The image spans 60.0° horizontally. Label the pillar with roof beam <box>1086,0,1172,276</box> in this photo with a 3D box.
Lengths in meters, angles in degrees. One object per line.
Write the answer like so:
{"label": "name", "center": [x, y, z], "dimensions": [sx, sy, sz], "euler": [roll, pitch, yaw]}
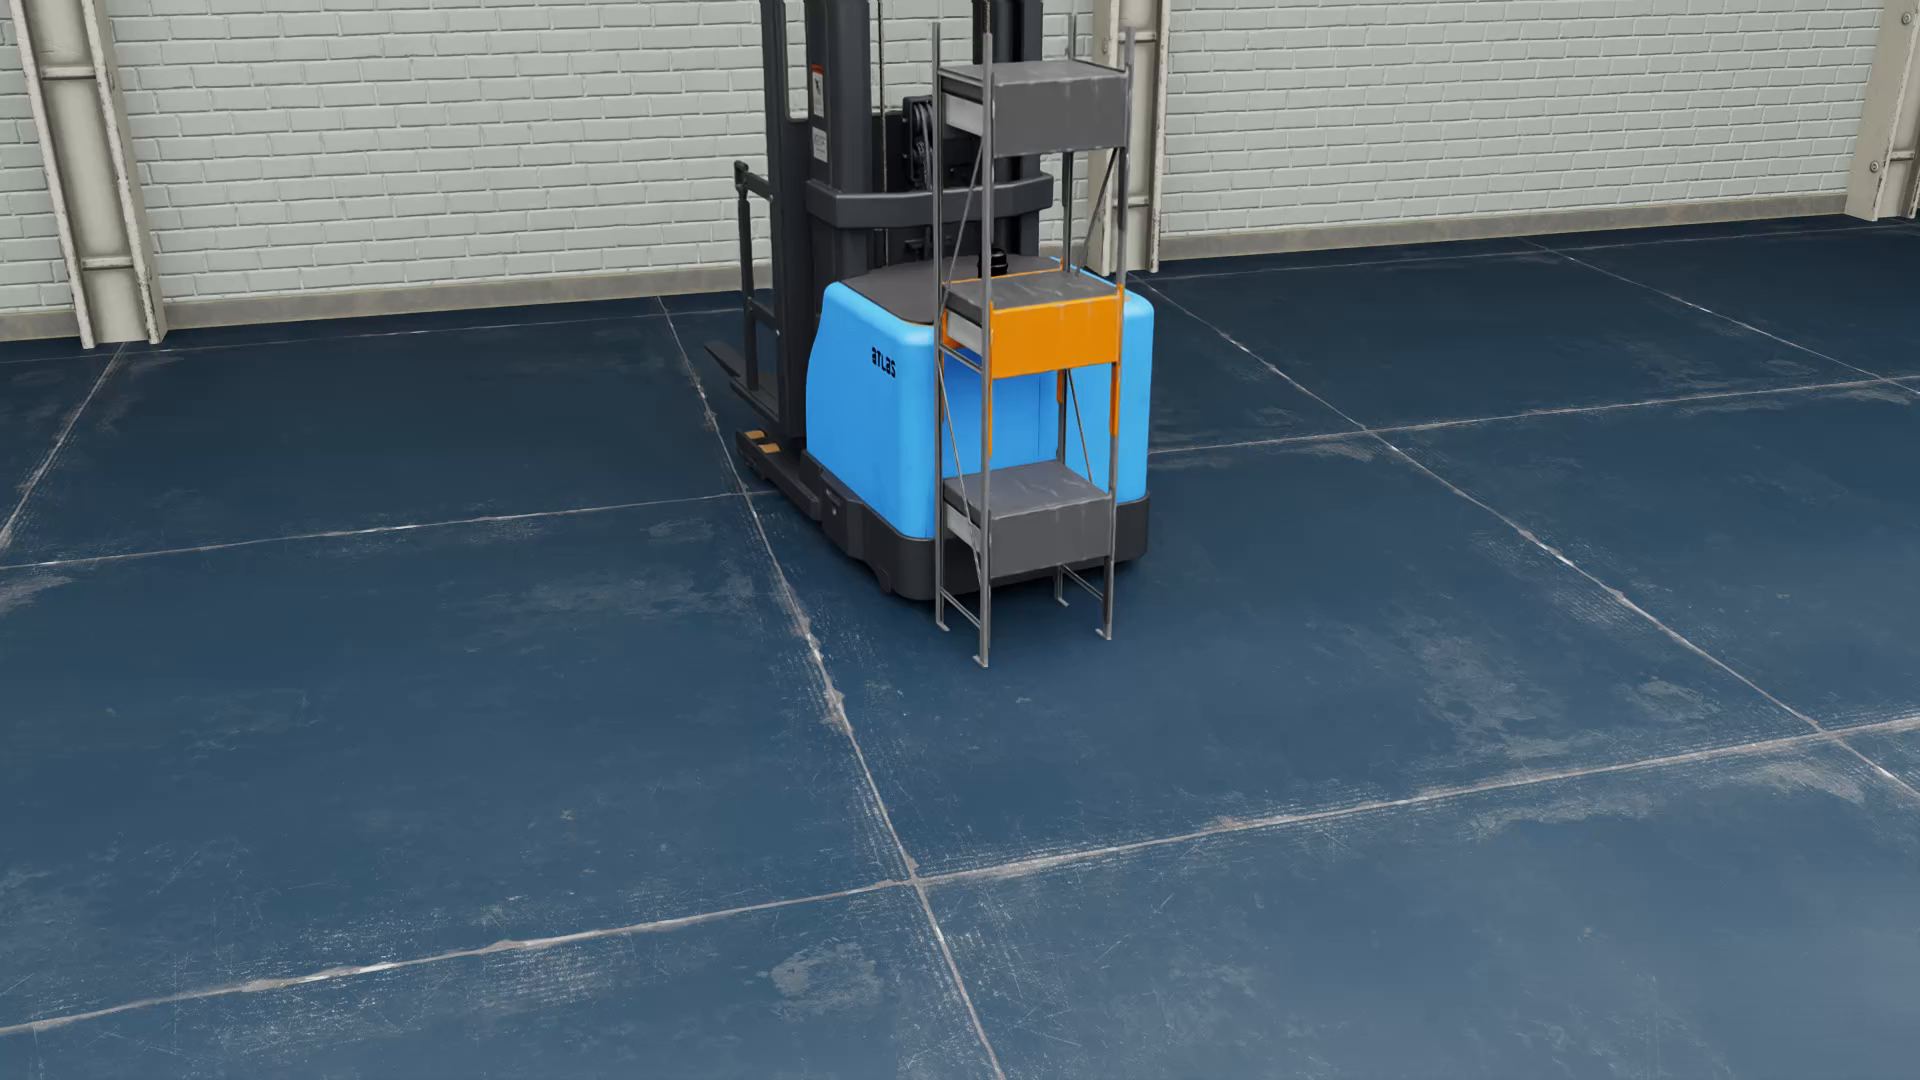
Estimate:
{"label": "pillar with roof beam", "center": [2.223, -4.281, 5.316], "dimensions": [0.400, 9.000, 9.100], "euler": [-6, 24, -14]}

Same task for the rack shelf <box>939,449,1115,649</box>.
{"label": "rack shelf", "center": [0.224, 0.022, 5.845], "dimensions": [0.480, 0.518, 0.431], "euler": [-11, 25, -23]}

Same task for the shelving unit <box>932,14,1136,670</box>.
{"label": "shelving unit", "center": [0.224, -0.633, 5.563], "dimensions": [0.503, 2.100, 0.431], "euler": [-11, 25, -23]}

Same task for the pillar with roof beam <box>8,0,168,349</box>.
{"label": "pillar with roof beam", "center": [-3.554, -3.642, 3.826], "dimensions": [0.400, 9.000, 9.100], "euler": [-6, 24, -14]}

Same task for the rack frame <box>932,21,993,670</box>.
{"label": "rack frame", "center": [0.004, -0.592, 5.467], "dimensions": [0.015, 2.100, 0.400], "euler": [-11, 25, -23]}

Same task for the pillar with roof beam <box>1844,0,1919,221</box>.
{"label": "pillar with roof beam", "center": [8.000, -4.920, 6.805], "dimensions": [0.400, 9.000, 9.100], "euler": [-6, 24, -14]}

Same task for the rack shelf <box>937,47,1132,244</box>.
{"label": "rack shelf", "center": [0.224, -1.264, 5.293], "dimensions": [0.480, 0.518, 0.431], "euler": [-11, 25, -23]}

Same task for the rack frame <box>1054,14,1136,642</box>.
{"label": "rack frame", "center": [0.445, -0.675, 5.660], "dimensions": [0.015, 2.100, 0.400], "euler": [-11, 25, -23]}

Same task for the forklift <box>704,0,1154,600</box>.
{"label": "forklift", "center": [-0.360, -1.675, 6.936], "dimensions": [1.130, 2.935, 3.031], "euler": [-11, 25, -23]}

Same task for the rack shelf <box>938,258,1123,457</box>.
{"label": "rack shelf", "center": [0.224, -0.621, 5.569], "dimensions": [0.480, 0.518, 0.431], "euler": [-11, 25, -23]}
